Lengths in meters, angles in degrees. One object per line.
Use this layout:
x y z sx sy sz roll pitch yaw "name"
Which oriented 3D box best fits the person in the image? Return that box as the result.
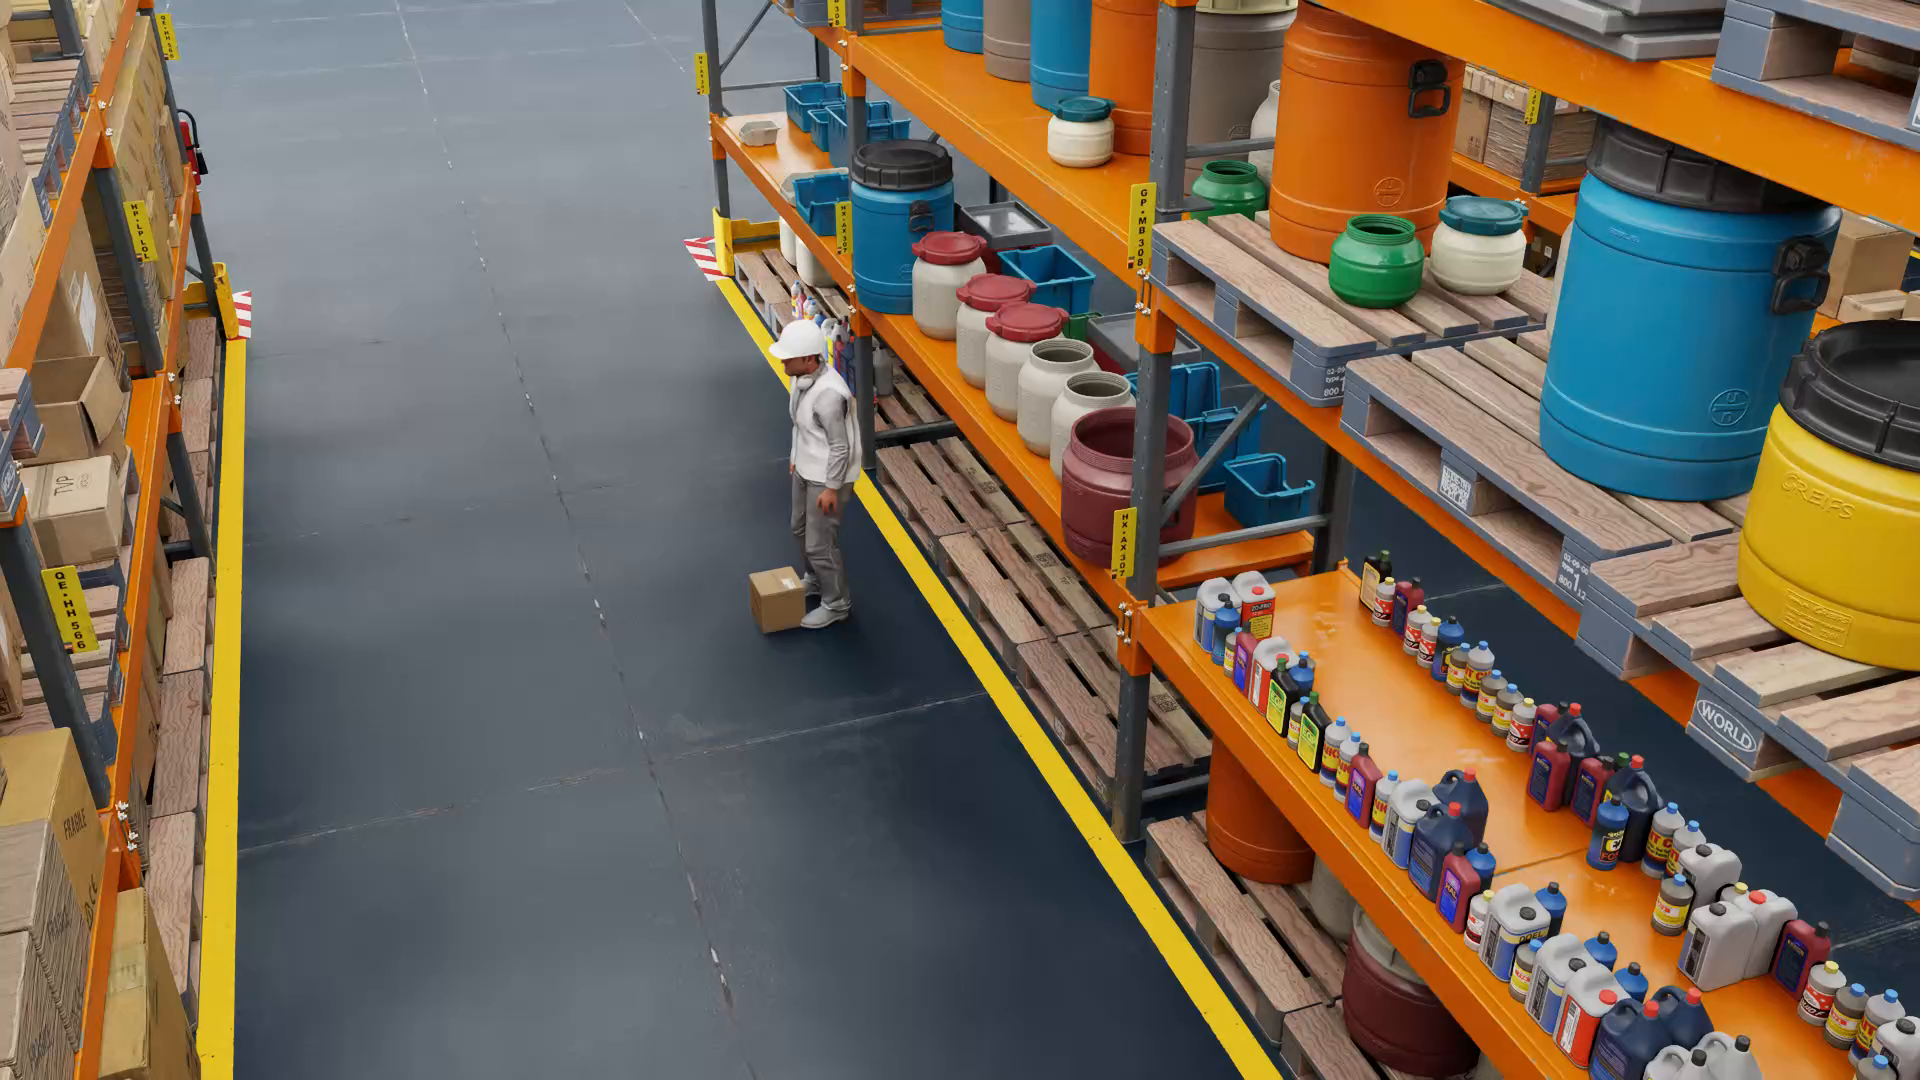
-0.770 -0.374 8.978 0.464 1.769 0.582 -12 32 -20 "person"
